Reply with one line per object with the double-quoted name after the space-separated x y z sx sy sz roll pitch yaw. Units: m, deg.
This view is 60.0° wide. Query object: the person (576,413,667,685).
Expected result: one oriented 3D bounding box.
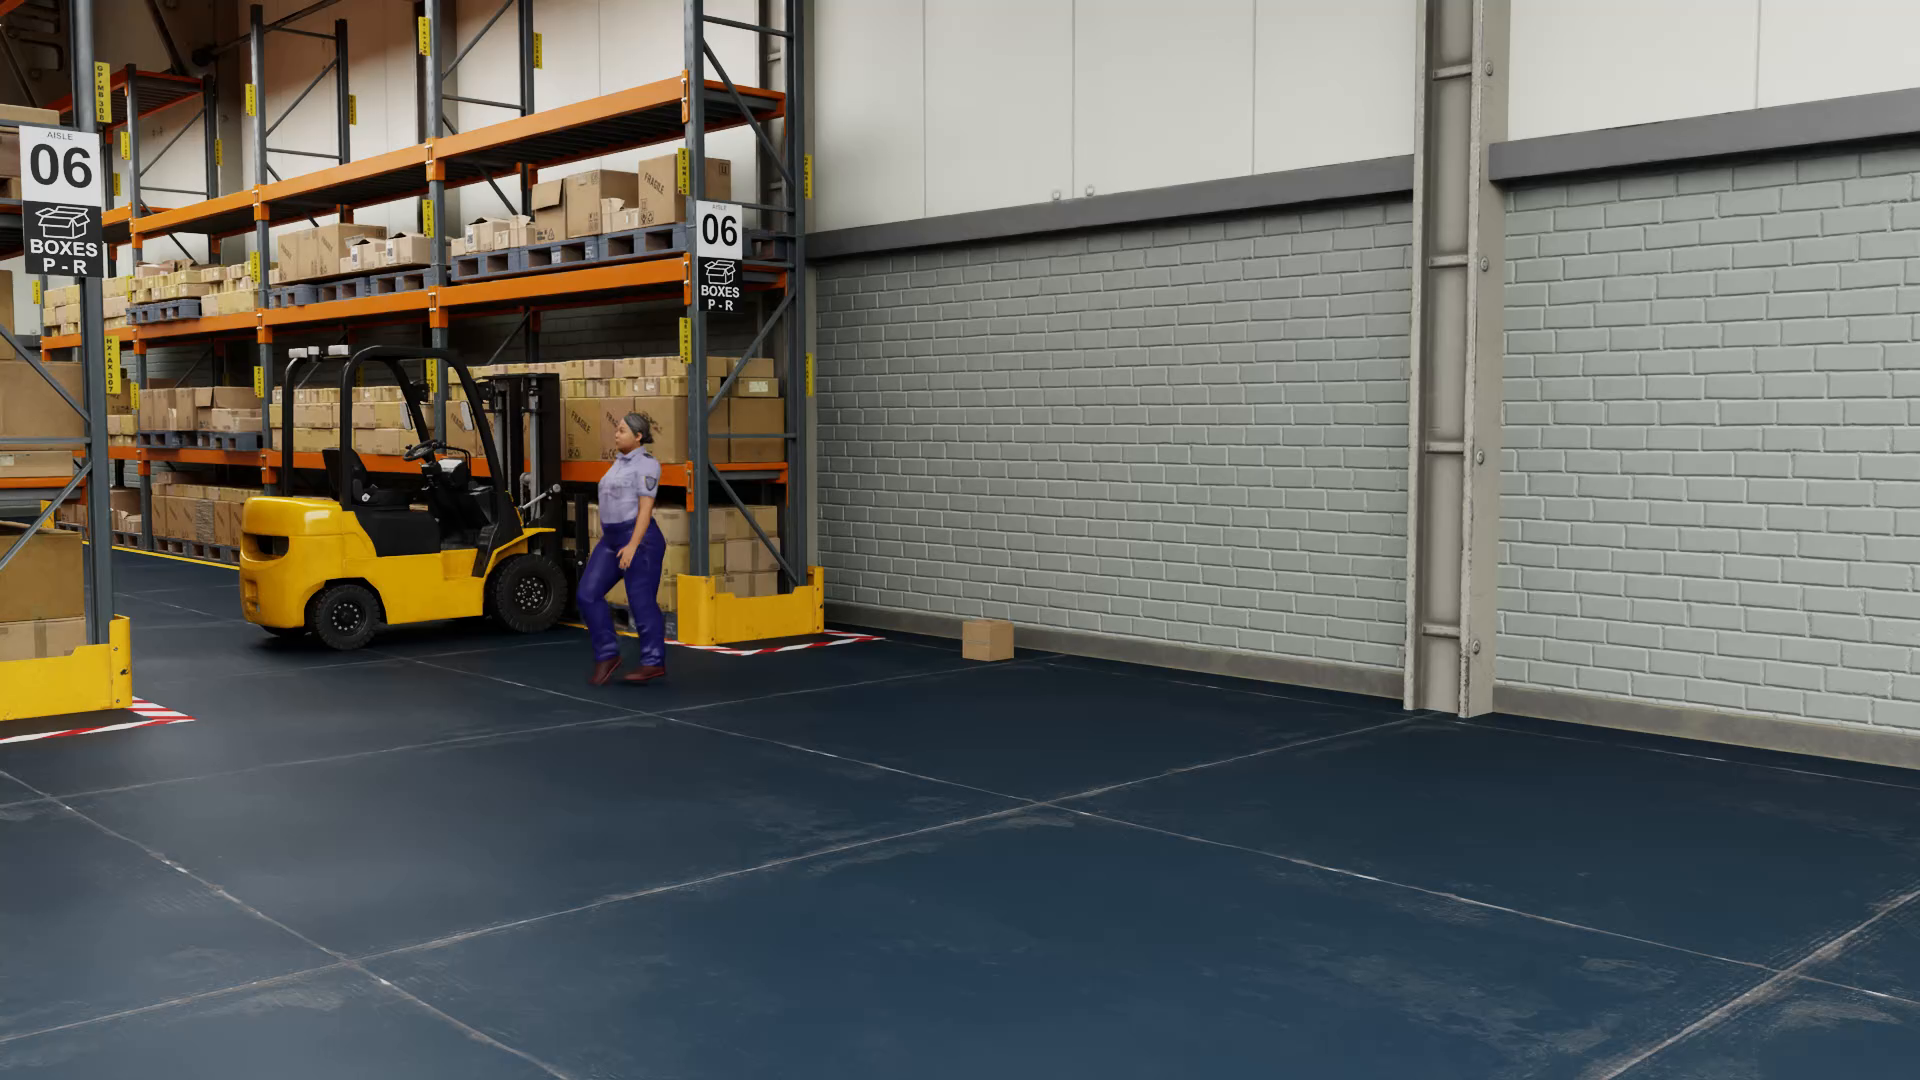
-2.046 0.080 10.173 0.481 1.707 0.480 -4 6 -44 "person"
